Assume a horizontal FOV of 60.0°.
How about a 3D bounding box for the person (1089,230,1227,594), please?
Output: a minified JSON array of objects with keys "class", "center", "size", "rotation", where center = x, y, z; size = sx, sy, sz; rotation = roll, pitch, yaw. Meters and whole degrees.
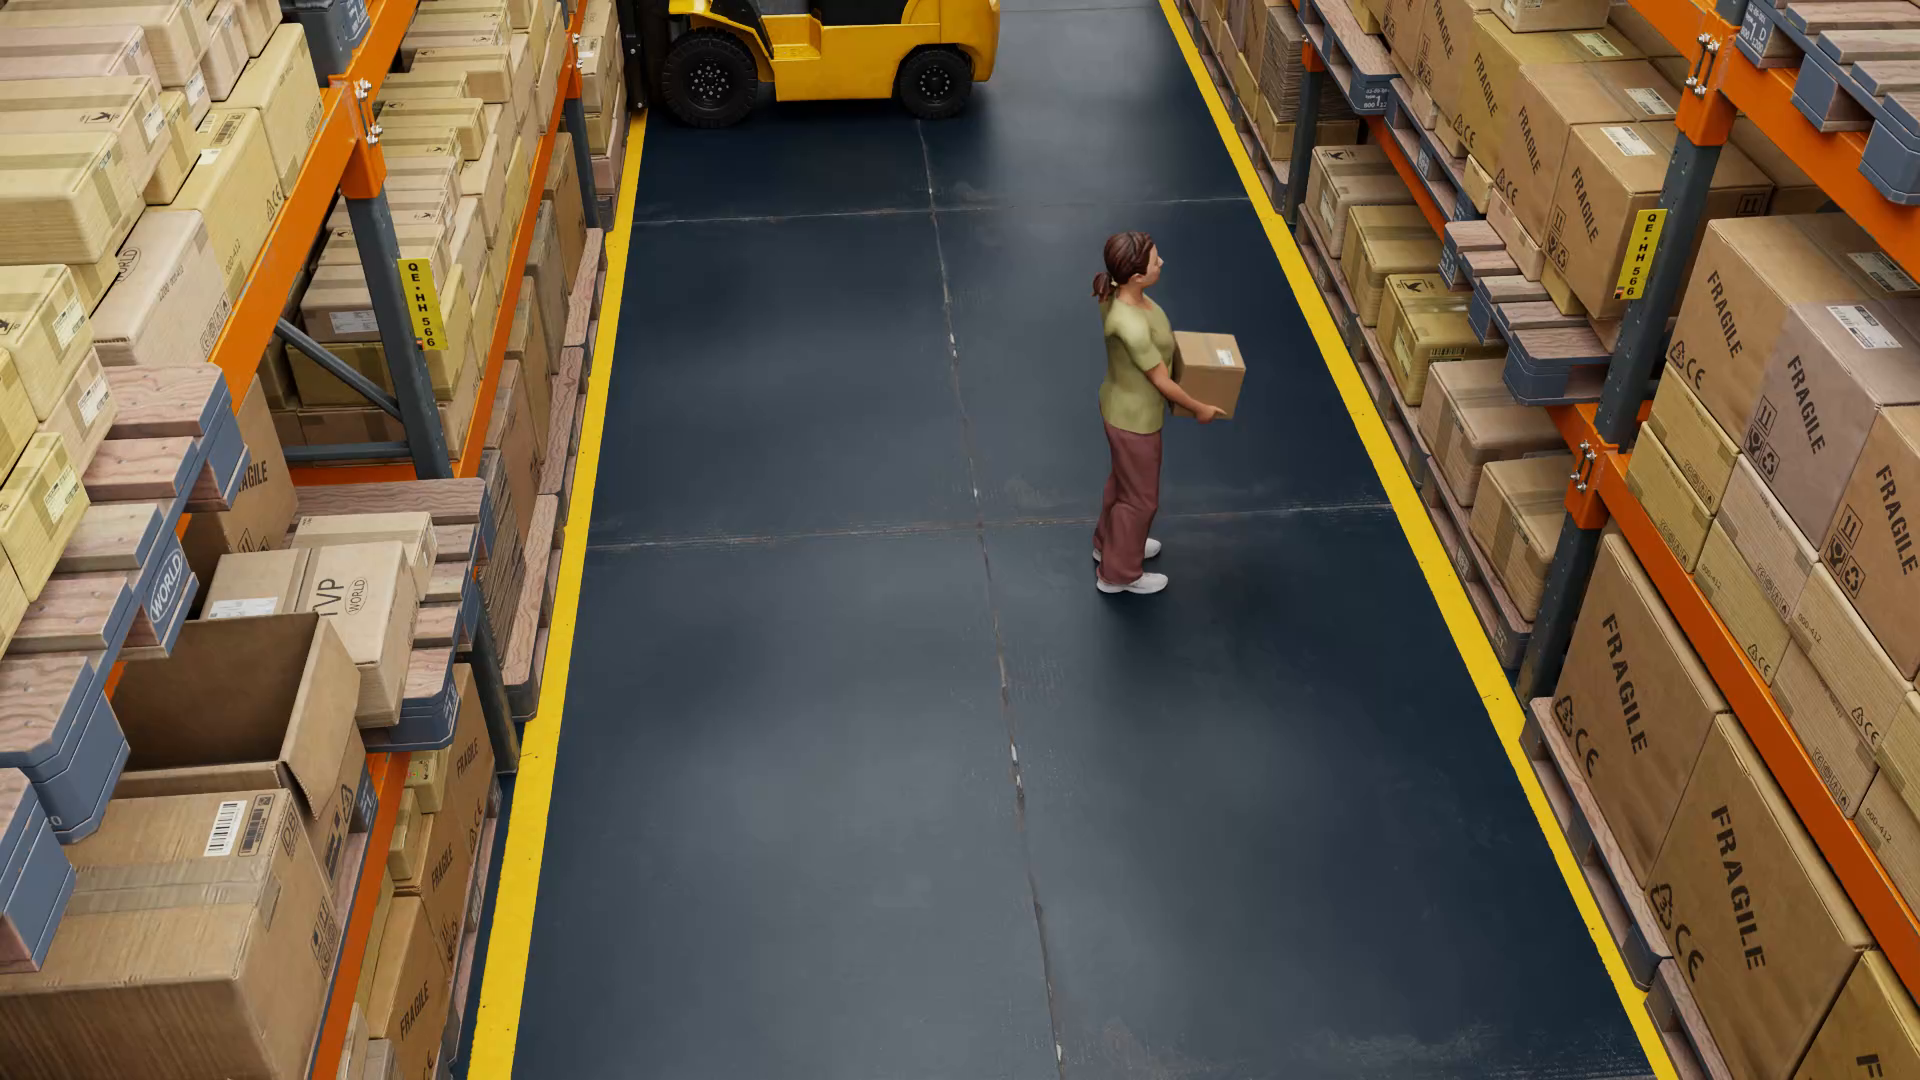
[{"class":"person","center":[0.779,-0.512,6.793],"size":[0.556,1.665,0.425],"rotation":[-3,39,-3]}]
